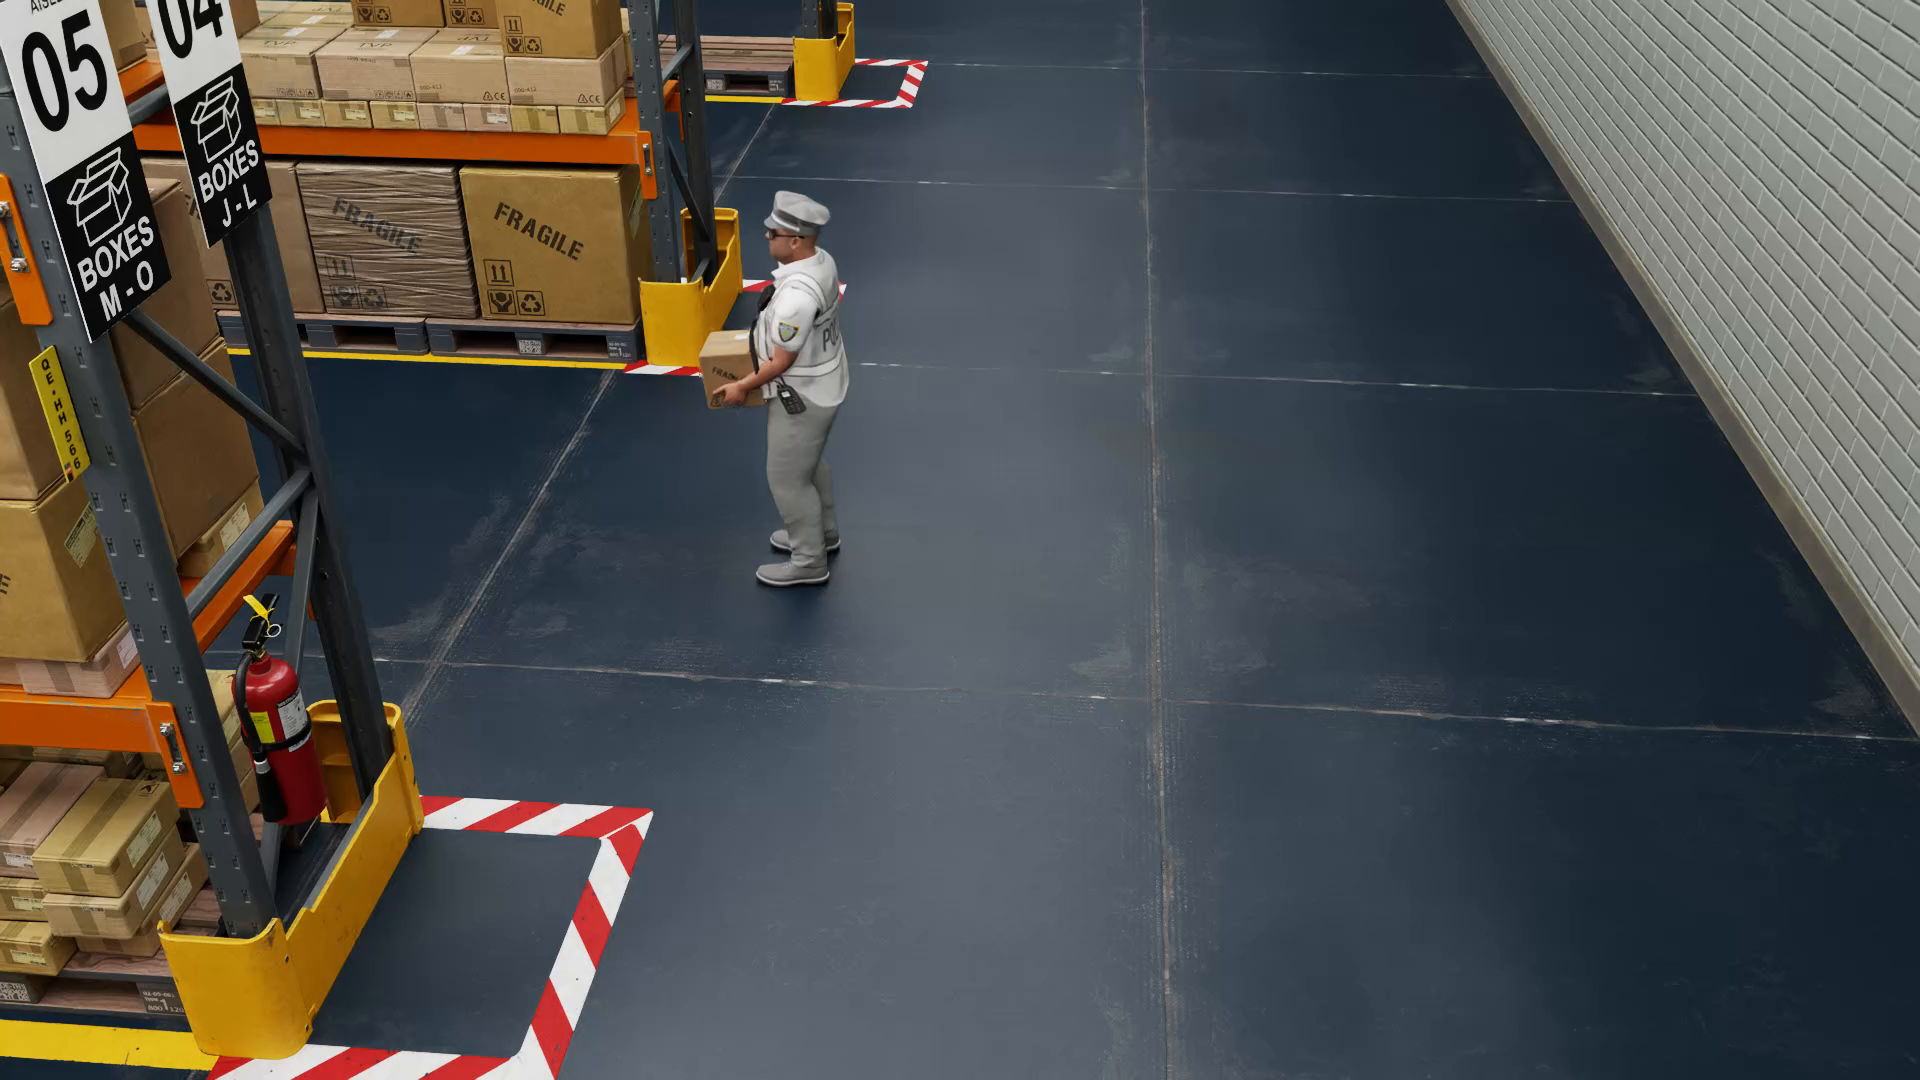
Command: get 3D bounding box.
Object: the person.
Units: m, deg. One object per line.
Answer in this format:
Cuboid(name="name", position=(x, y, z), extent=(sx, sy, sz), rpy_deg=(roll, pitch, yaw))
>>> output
Cuboid(name="person", position=(-0.760, -0.644, 7.143), extent=(0.552, 1.775, 0.518), rpy_deg=(2, 32, 4))
